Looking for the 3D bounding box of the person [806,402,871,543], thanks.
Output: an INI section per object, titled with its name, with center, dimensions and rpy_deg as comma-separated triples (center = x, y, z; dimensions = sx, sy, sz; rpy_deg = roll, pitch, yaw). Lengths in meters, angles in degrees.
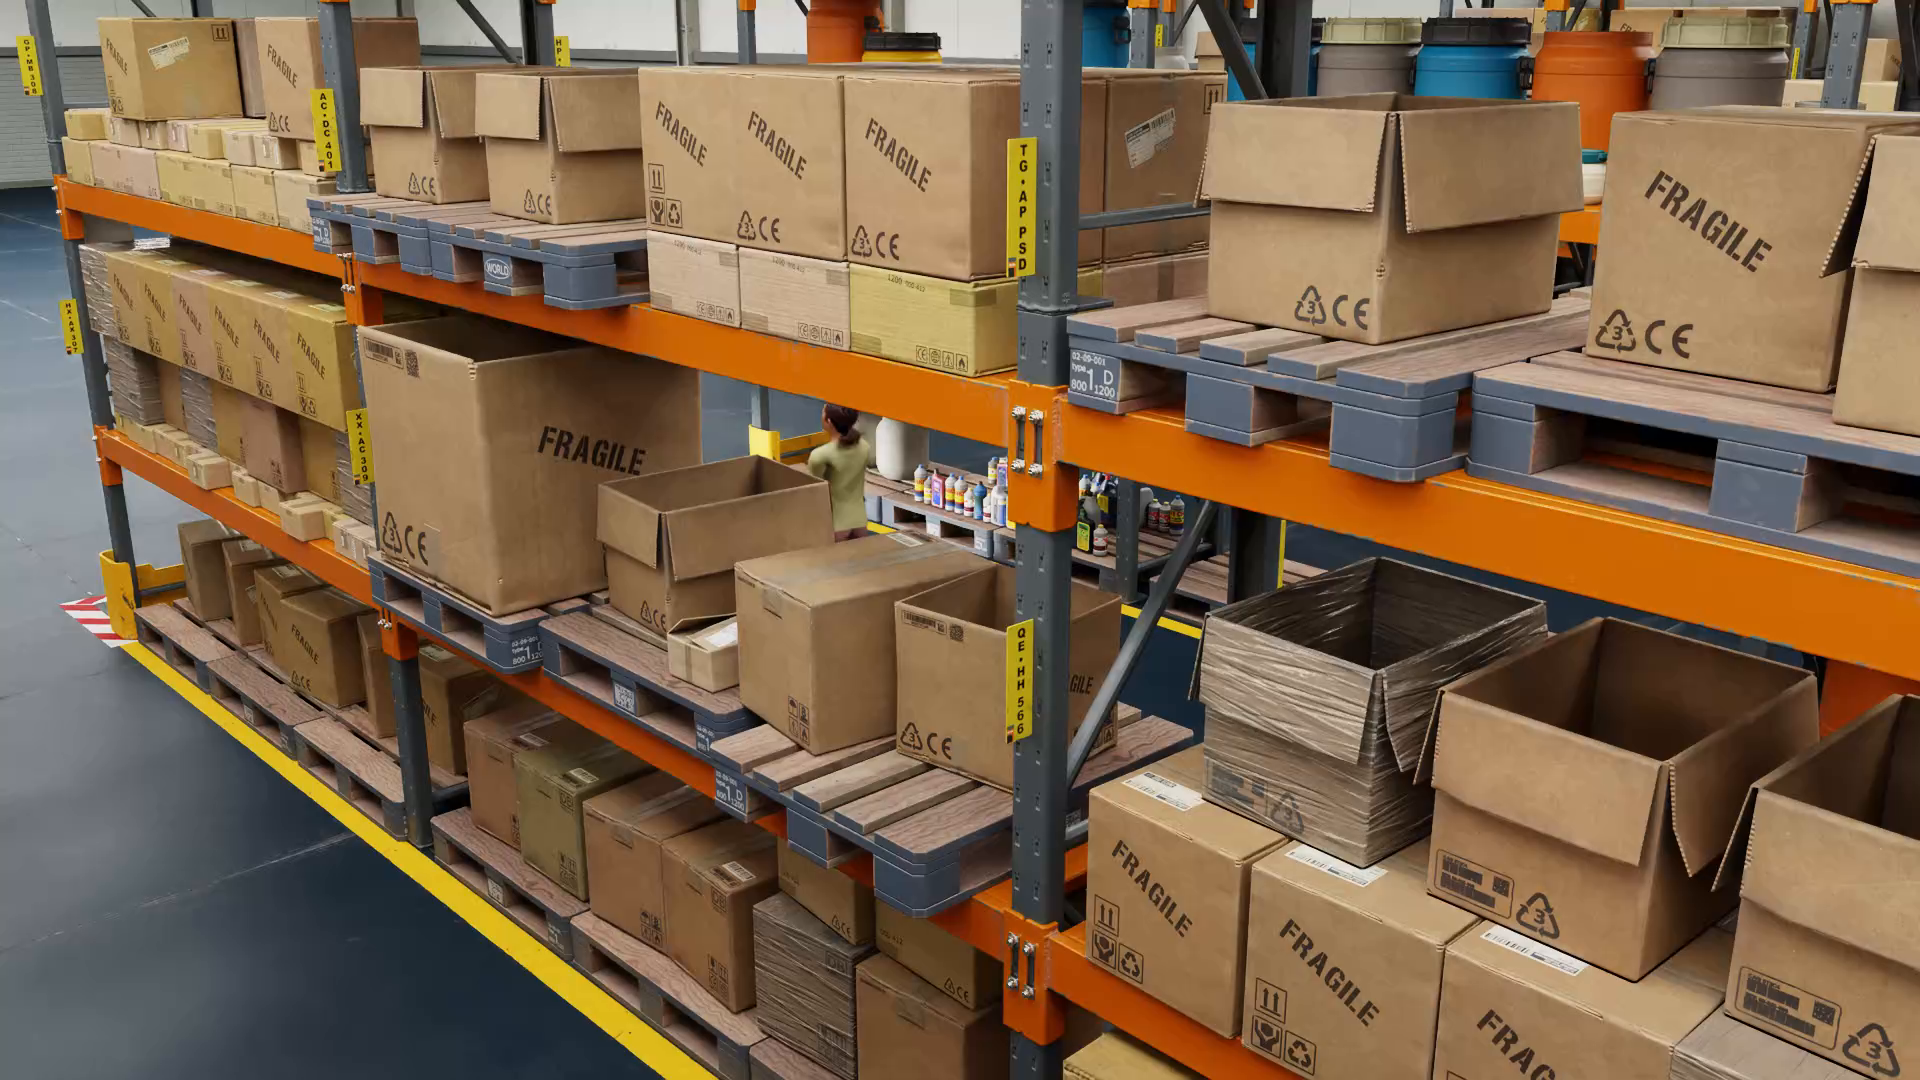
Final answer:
[person]
center = -0.757, -0.062, 9.754
dimensions = 0.434, 1.669, 0.548
rpy_deg = -15, 23, -39
